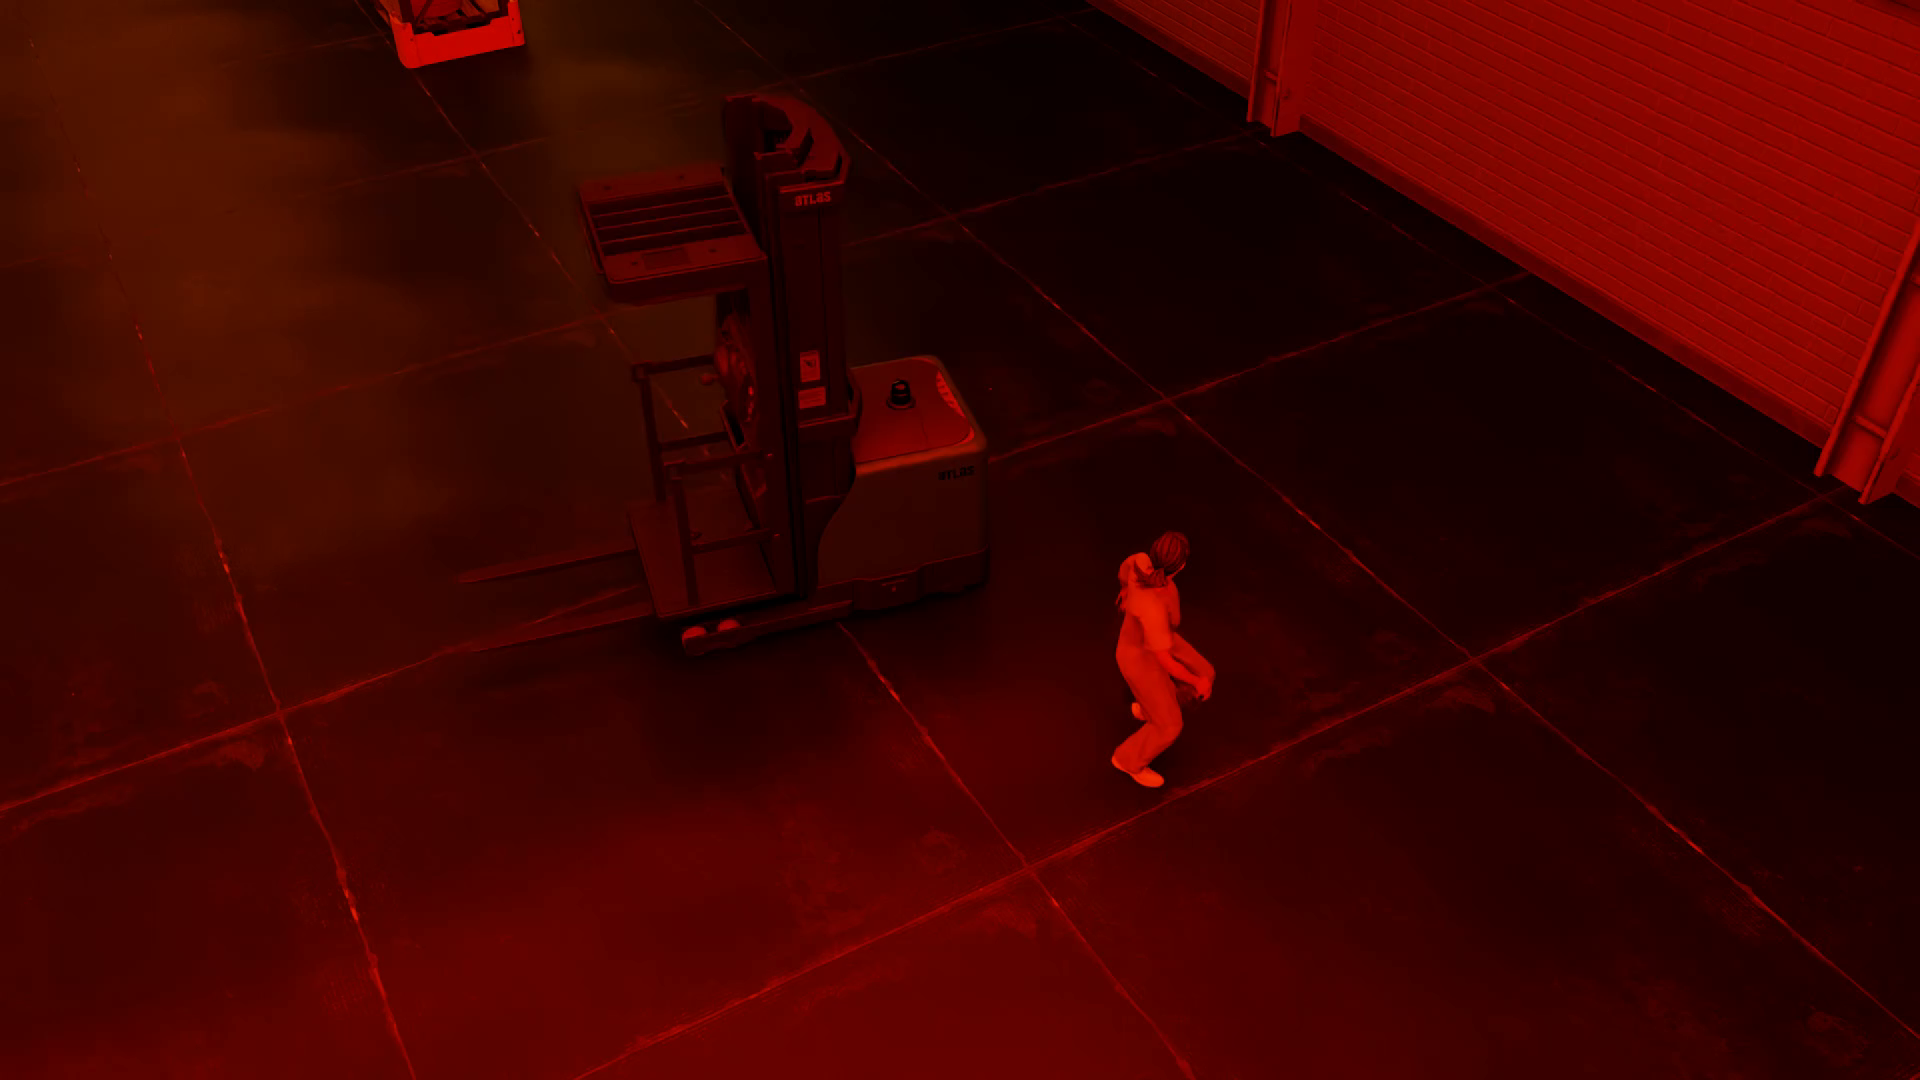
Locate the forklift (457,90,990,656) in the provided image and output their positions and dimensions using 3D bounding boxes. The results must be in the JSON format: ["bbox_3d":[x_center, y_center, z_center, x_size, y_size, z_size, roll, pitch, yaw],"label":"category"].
[{"bbox_3d":[-1.399,-0.846,9.057,3.031,2.935,1.130,-12,41,-14],"label":"forklift"}]

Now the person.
[{"bbox_3d":[1.010,0.564,8.416,0.601,1.587,0.666,11,41,13],"label":"person"}]
